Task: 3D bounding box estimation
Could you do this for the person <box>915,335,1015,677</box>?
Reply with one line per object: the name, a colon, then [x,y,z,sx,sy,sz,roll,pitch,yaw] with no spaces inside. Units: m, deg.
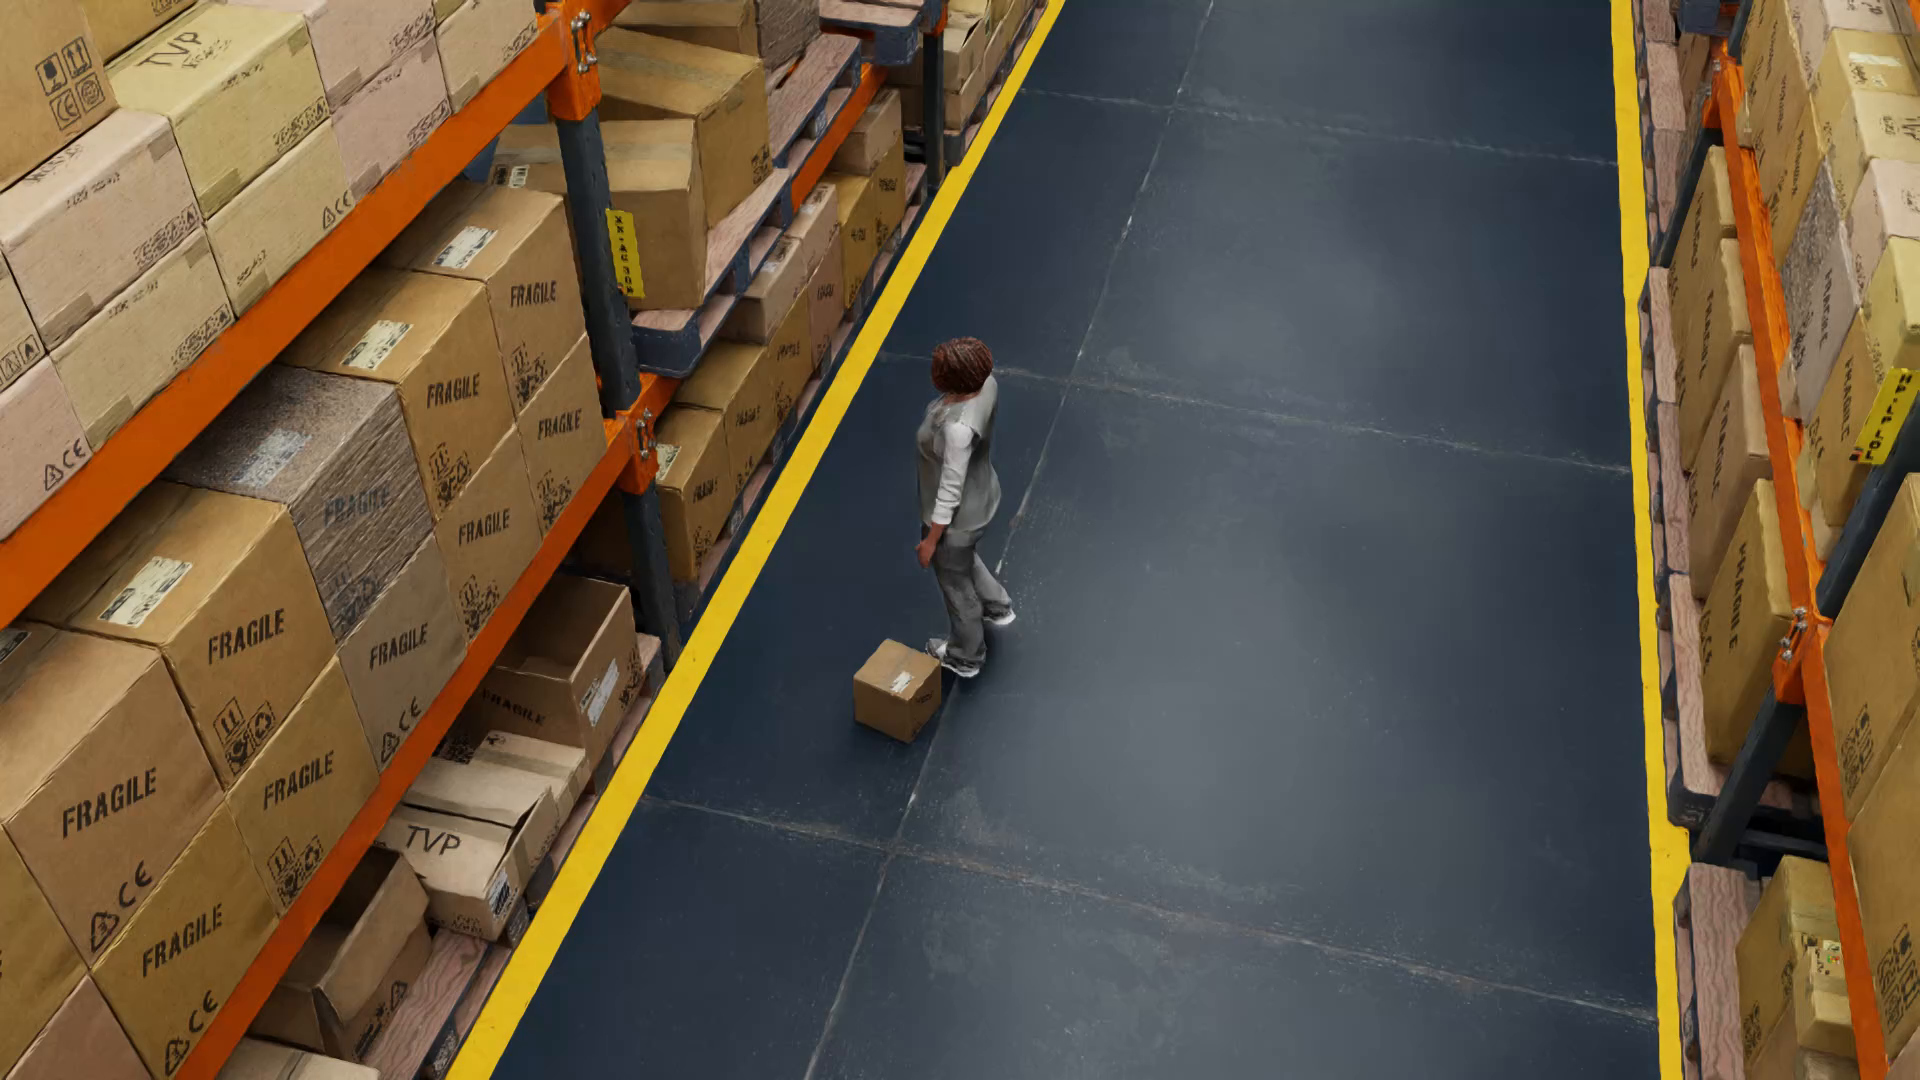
person: [-0.007,-0.117,6.302,0.401,1.595,0.511,12,43,13]
